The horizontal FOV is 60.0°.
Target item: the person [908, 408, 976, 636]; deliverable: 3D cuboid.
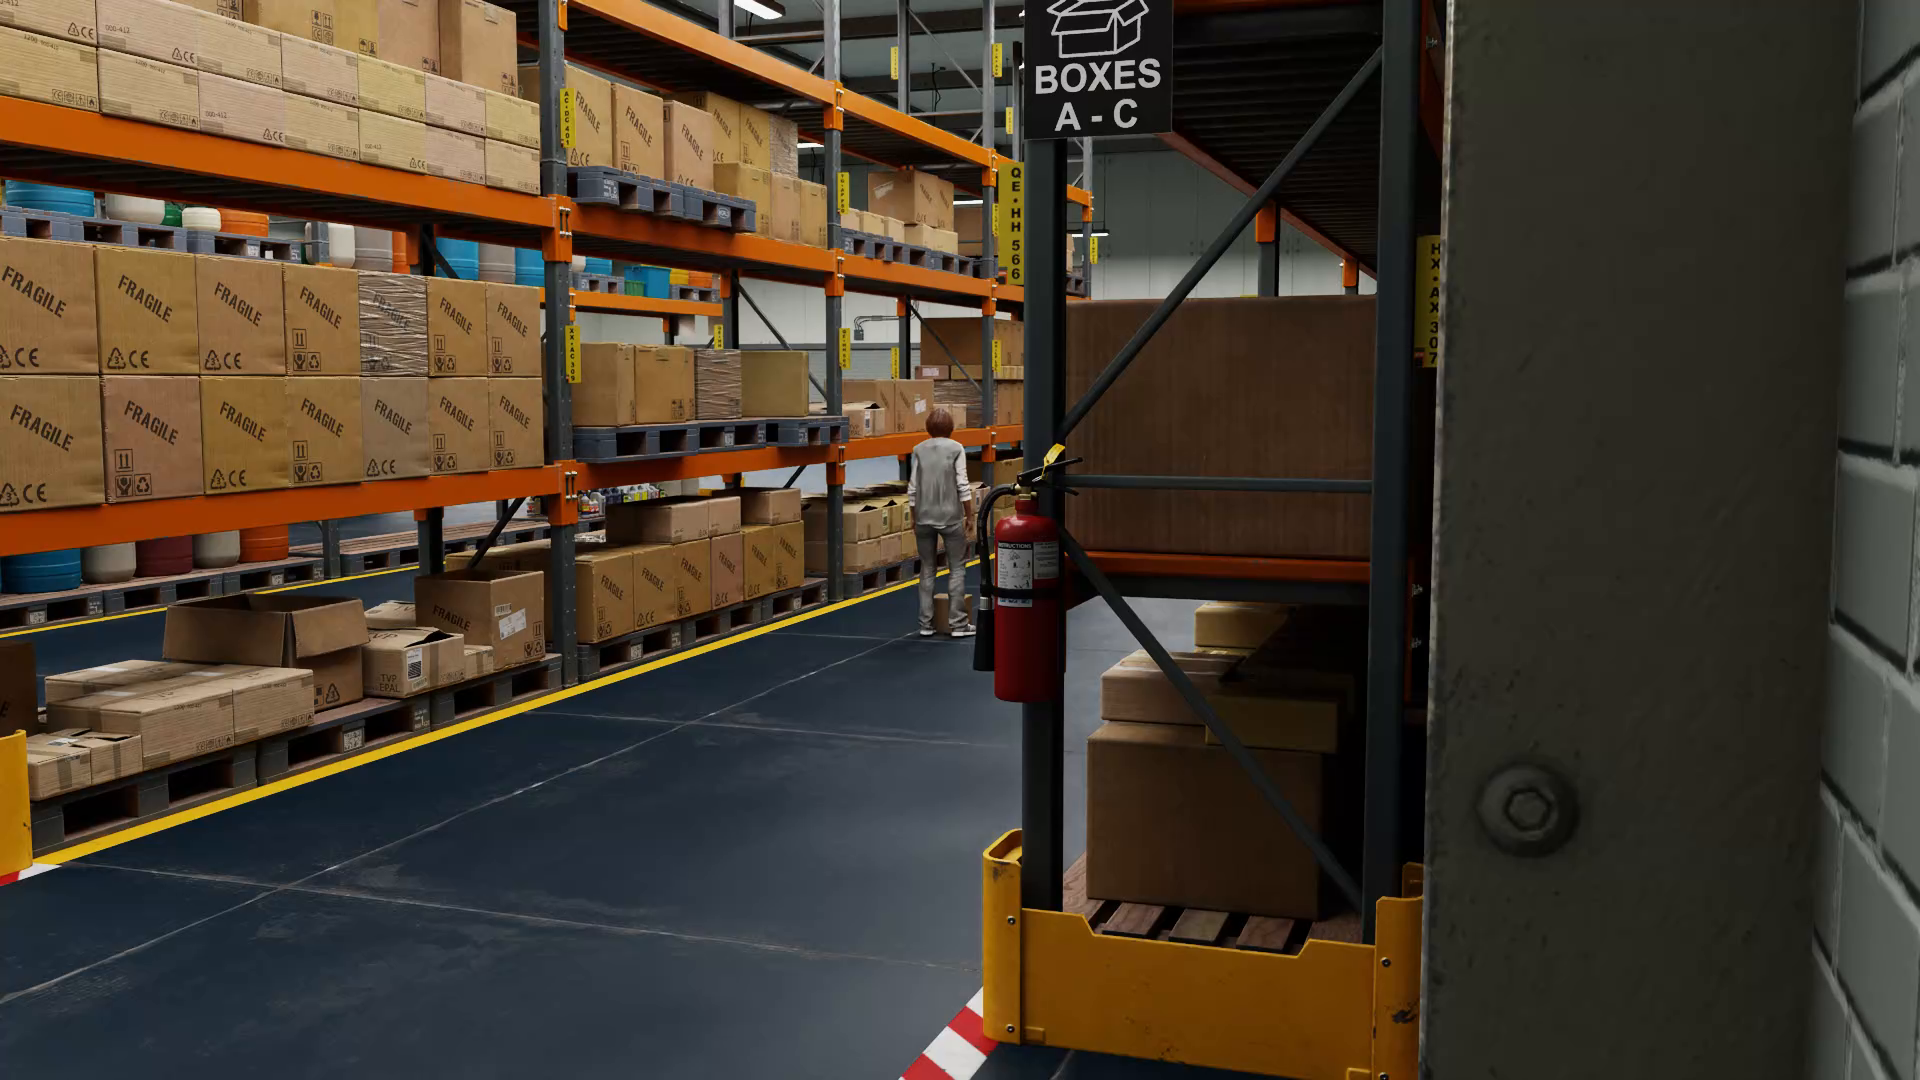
[{"bbox_3d":[-0.134,-0.115,11.620,0.467,1.581,0.350,2,6,18],"label":"person"}]
